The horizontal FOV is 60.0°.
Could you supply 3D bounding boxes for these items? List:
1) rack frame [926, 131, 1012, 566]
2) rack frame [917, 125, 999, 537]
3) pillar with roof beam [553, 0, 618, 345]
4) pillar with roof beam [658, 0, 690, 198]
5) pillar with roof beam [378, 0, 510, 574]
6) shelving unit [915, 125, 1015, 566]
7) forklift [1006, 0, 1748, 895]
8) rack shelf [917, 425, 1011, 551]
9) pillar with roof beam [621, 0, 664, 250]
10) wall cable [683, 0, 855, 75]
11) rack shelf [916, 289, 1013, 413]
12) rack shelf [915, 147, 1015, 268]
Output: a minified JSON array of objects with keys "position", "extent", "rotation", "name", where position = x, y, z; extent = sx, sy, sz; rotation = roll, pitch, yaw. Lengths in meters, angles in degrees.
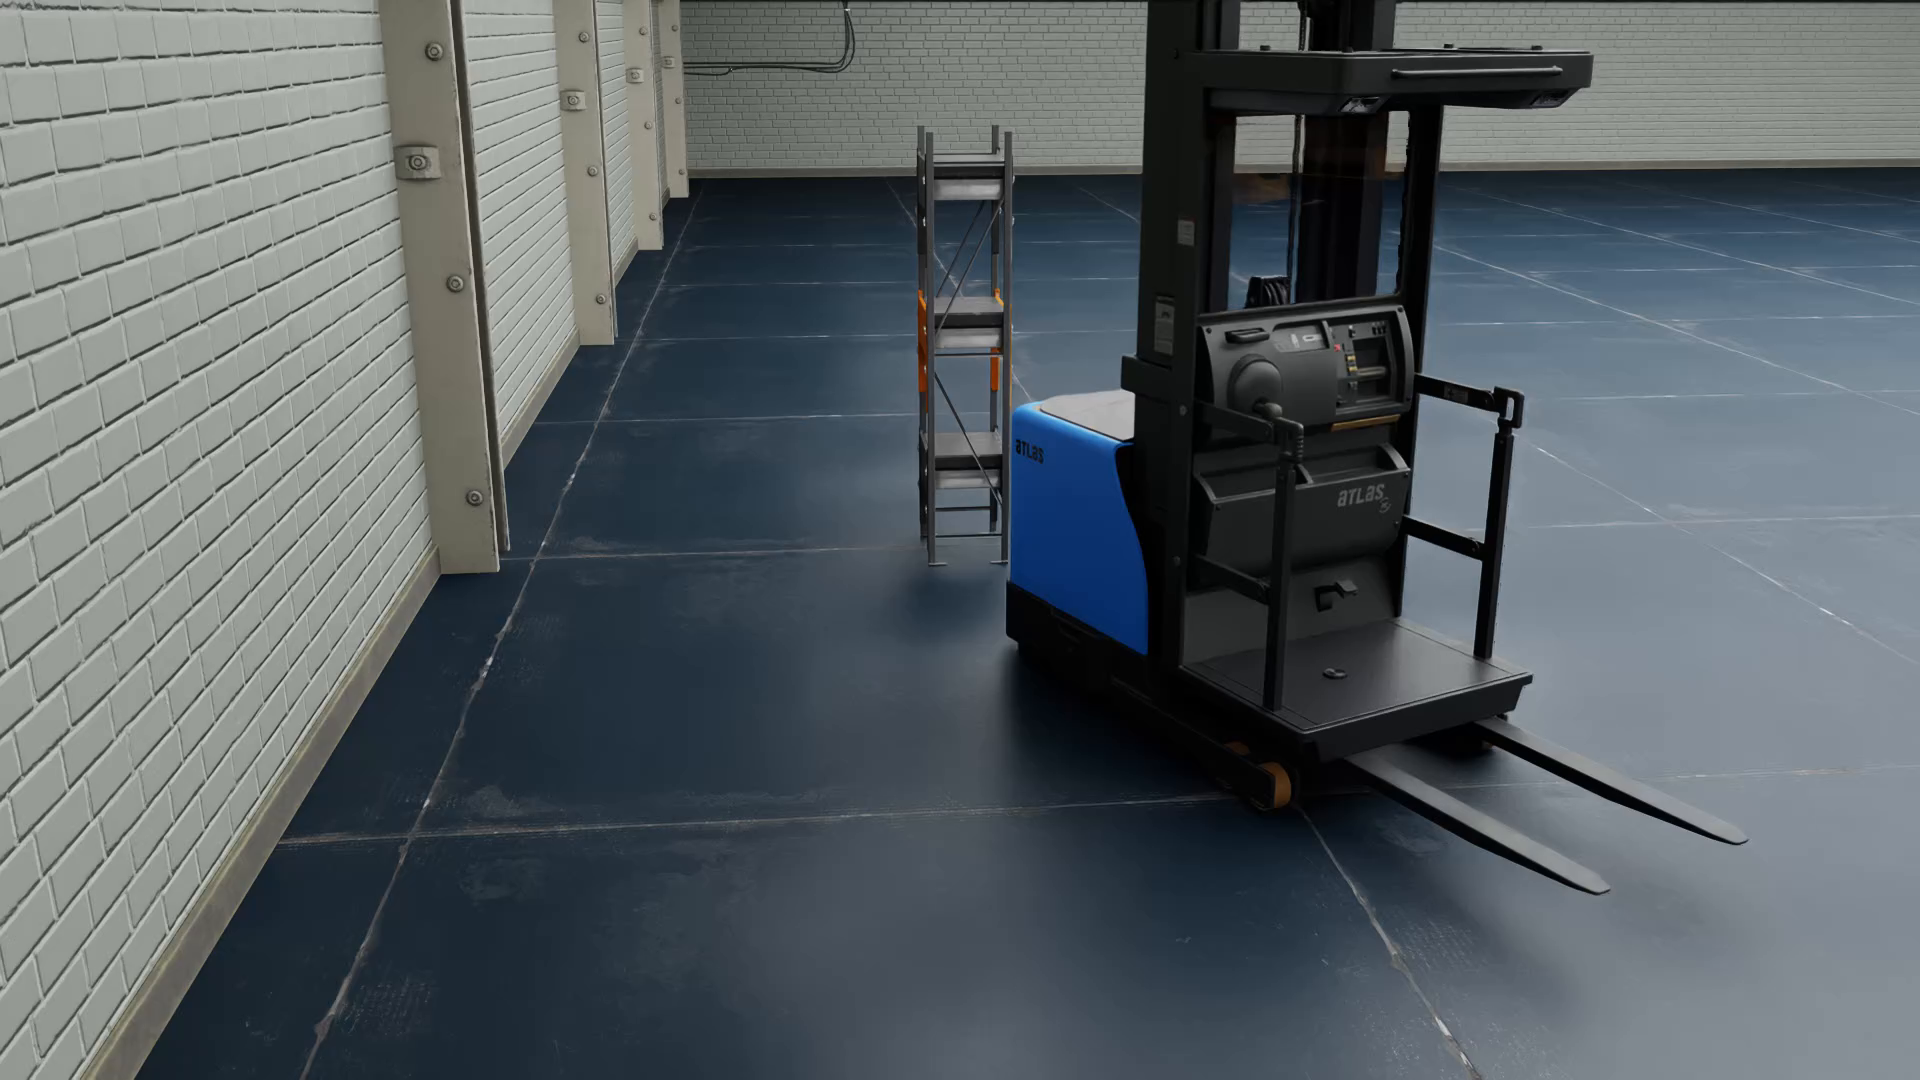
[{"position":[0.042,-0.880,7.974],"extent":[0.400,2.100,0.015],"rotation":[-2,18,-6],"name":"rack frame"},{"position":[-0.008,-1.025,8.437],"extent":[0.400,2.100,0.015],"rotation":[-2,18,-6],"name":"rack frame"},{"position":[1.217,-6.111,13.119],"extent":[9.100,9.000,0.400],"rotation":[-2,18,-6],"name":"pillar with roof beam"},{"position":[-0.021,-9.686,24.507],"extent":[9.100,9.000,0.400],"rotation":[-2,18,-6],"name":"pillar with roof beam"},{"position":[1.835,-4.323,7.425],"extent":[9.100,9.000,0.400],"rotation":[-2,18,-6],"name":"pillar with roof beam"},{"position":[0.017,-0.952,8.205],"extent":[0.431,2.100,0.503],"rotation":[-2,18,-6],"name":"shelving unit"},{"position":[1.359,-0.624,5.770],"extent":[1.130,2.935,3.031],"rotation":[-10,20,-28],"name":"forklift"},{"position":[0.017,-0.272,8.419],"extent":[0.431,0.518,0.480],"rotation":[-2,18,-6],"name":"rack shelf"},{"position":[0.598,-7.899,18.813],"extent":[9.100,9.000,0.400],"rotation":[-2,18,-6],"name":"pillar with roof beam"},{"position":[-3.292,-8.990,27.474],"extent":[3.097,2.526,0.112],"rotation":[-2,18,-6],"name":"wall cable"},{"position":[0.017,-0.939,8.210],"extent":[0.431,0.518,0.480],"rotation":[-2,18,-6],"name":"rack shelf"},{"position":[0.017,-1.607,8.000],"extent":[0.431,0.518,0.480],"rotation":[-2,18,-6],"name":"rack shelf"}]
